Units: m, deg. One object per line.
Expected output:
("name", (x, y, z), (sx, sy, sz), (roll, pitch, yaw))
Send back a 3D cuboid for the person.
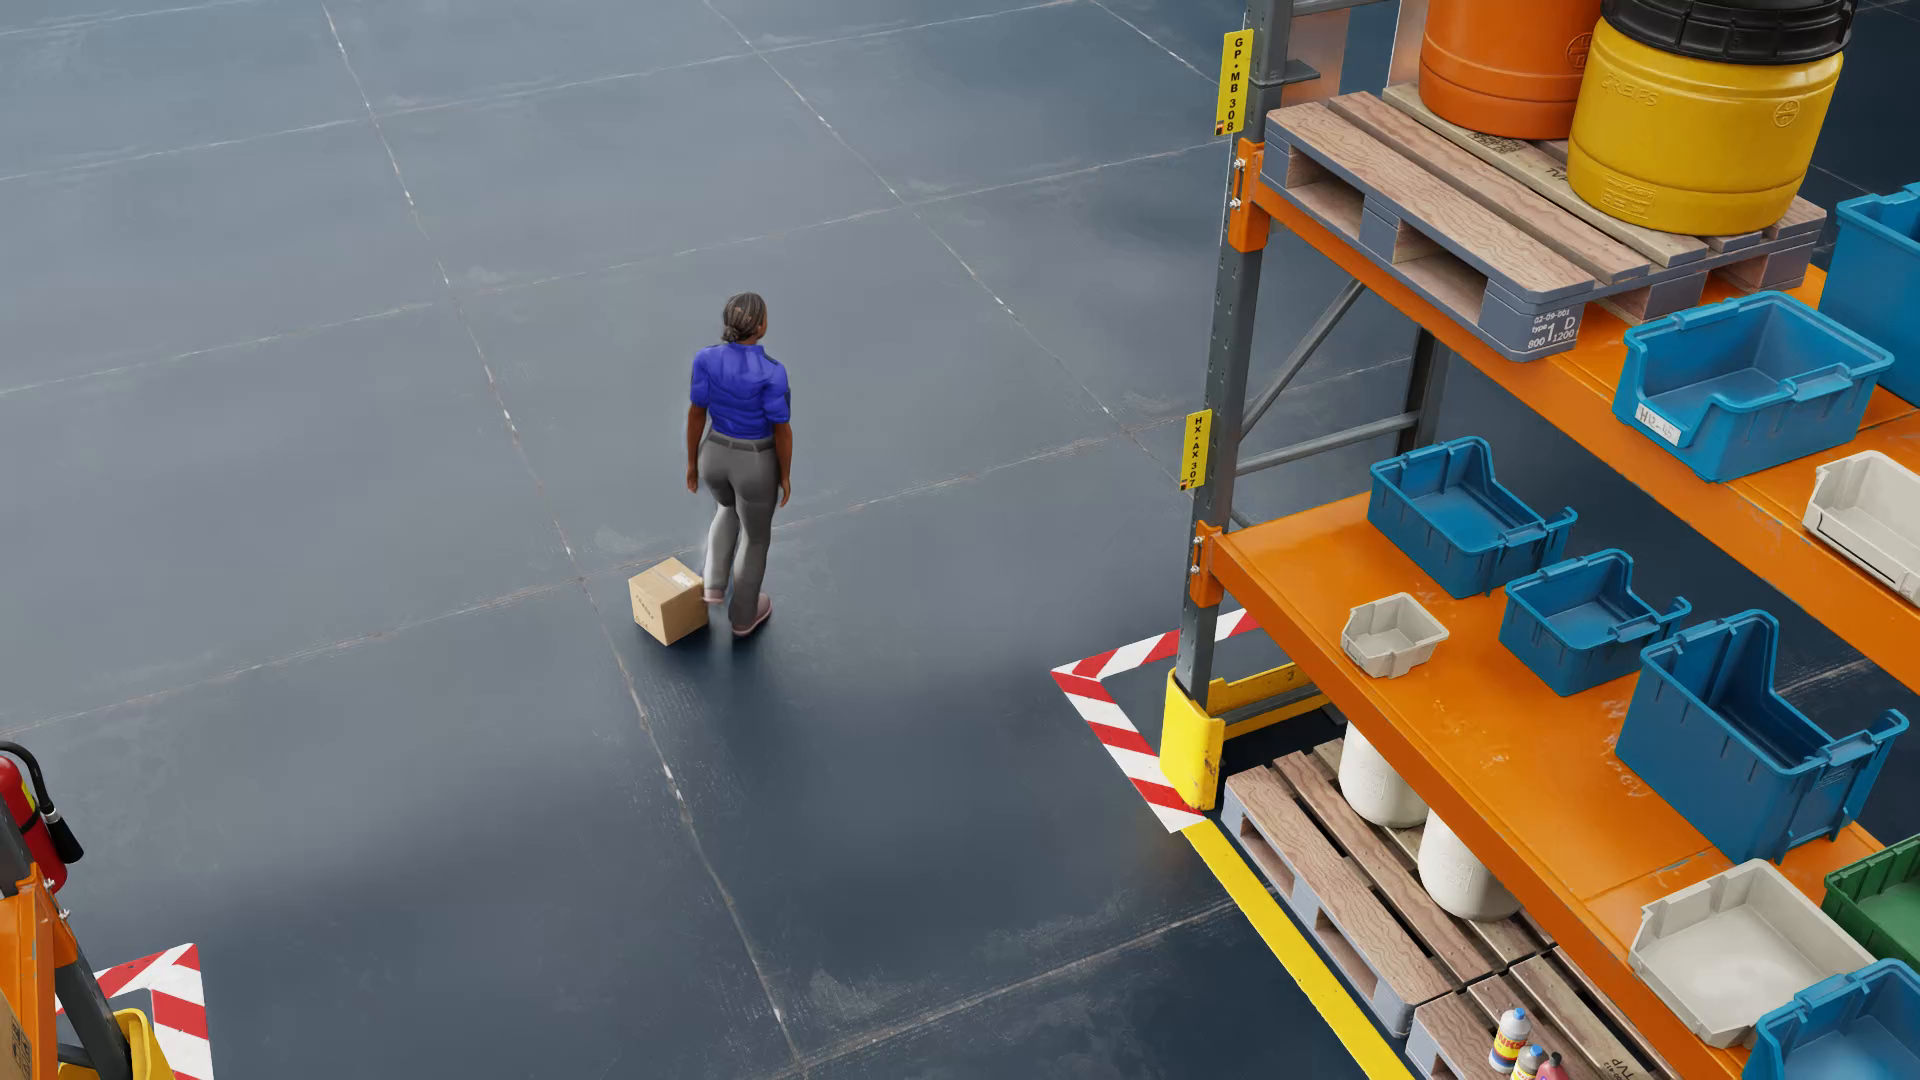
("person", (-0.960, -0.316, 7.251), (0.502, 1.646, 0.454), (13, 39, 17))
